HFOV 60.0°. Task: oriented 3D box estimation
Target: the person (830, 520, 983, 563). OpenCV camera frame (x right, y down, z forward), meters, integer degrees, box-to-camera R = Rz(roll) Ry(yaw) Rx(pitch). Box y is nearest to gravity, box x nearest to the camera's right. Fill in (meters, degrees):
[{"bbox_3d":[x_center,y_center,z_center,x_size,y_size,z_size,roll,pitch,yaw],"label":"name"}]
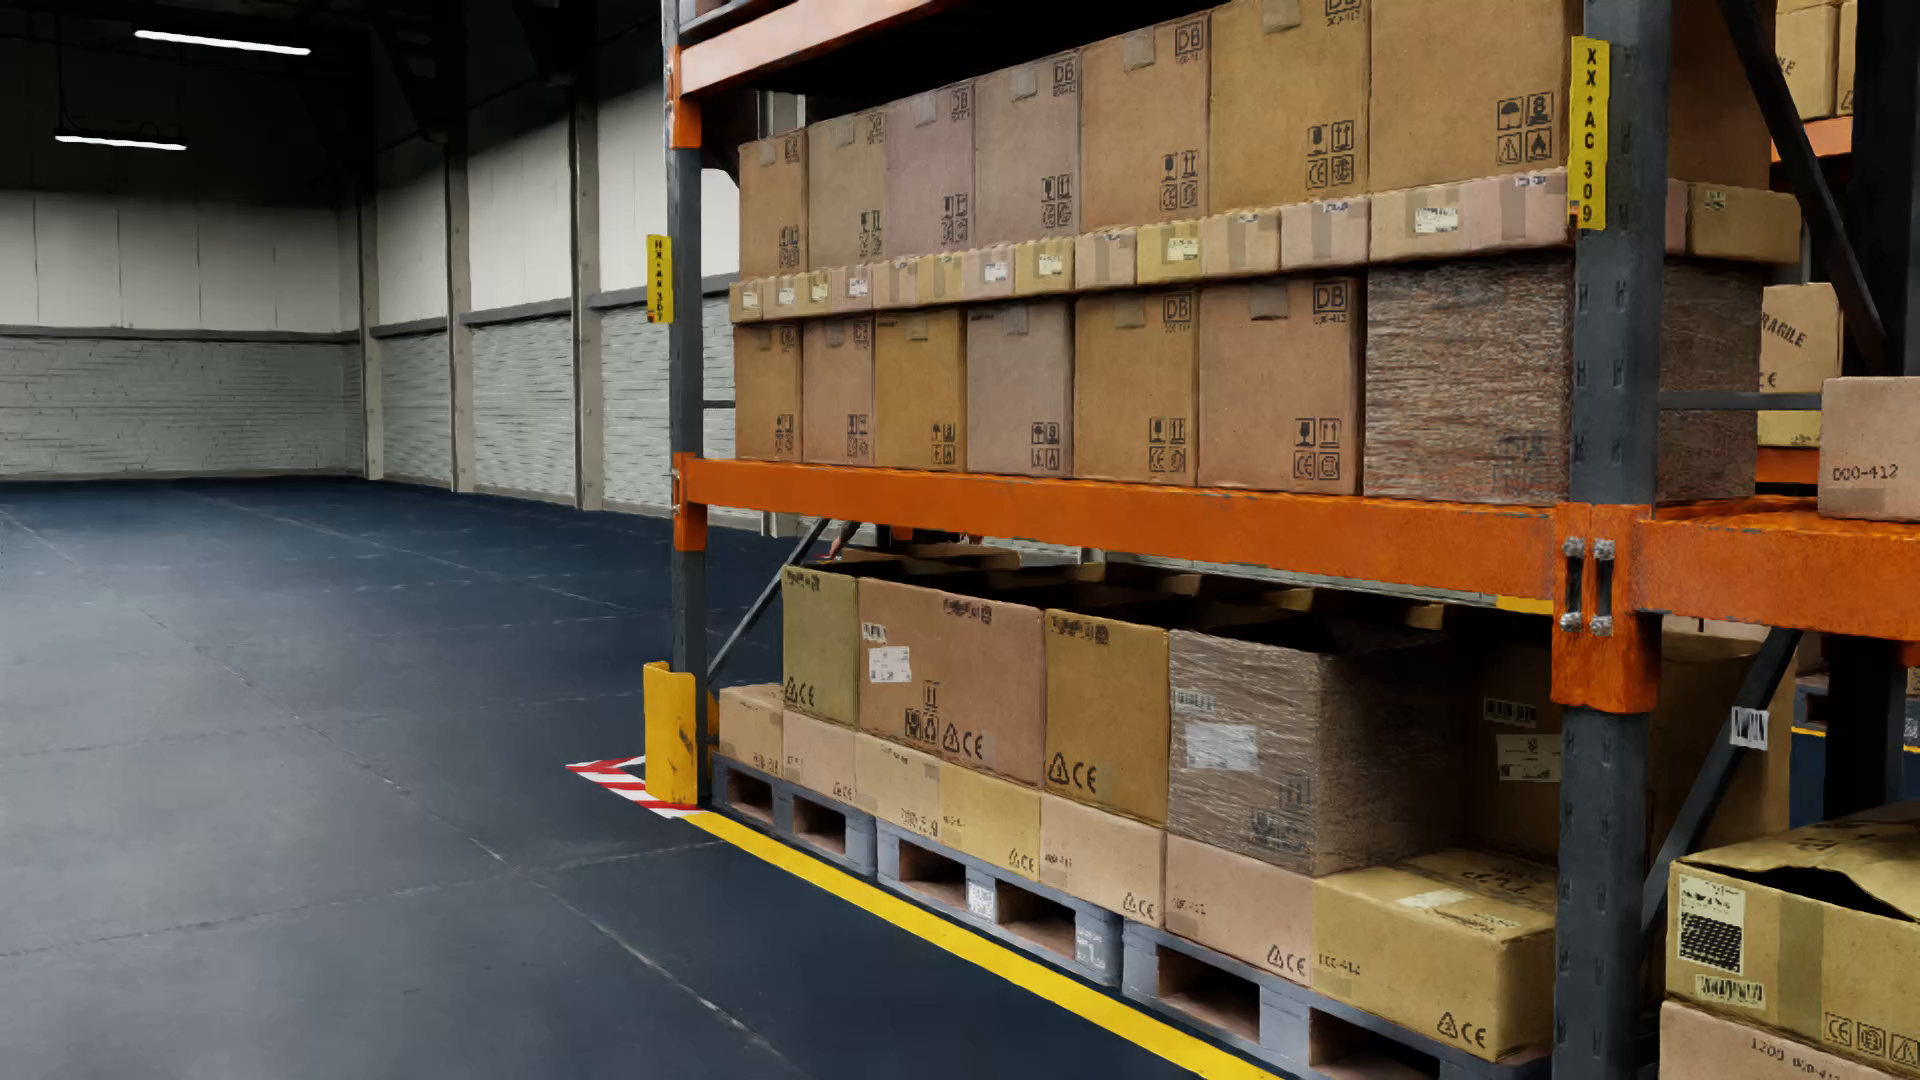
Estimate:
[{"bbox_3d":[-0.296,0.001,8.925,0.828,1.586,0.548,-2,5,-23],"label":"person"}]
